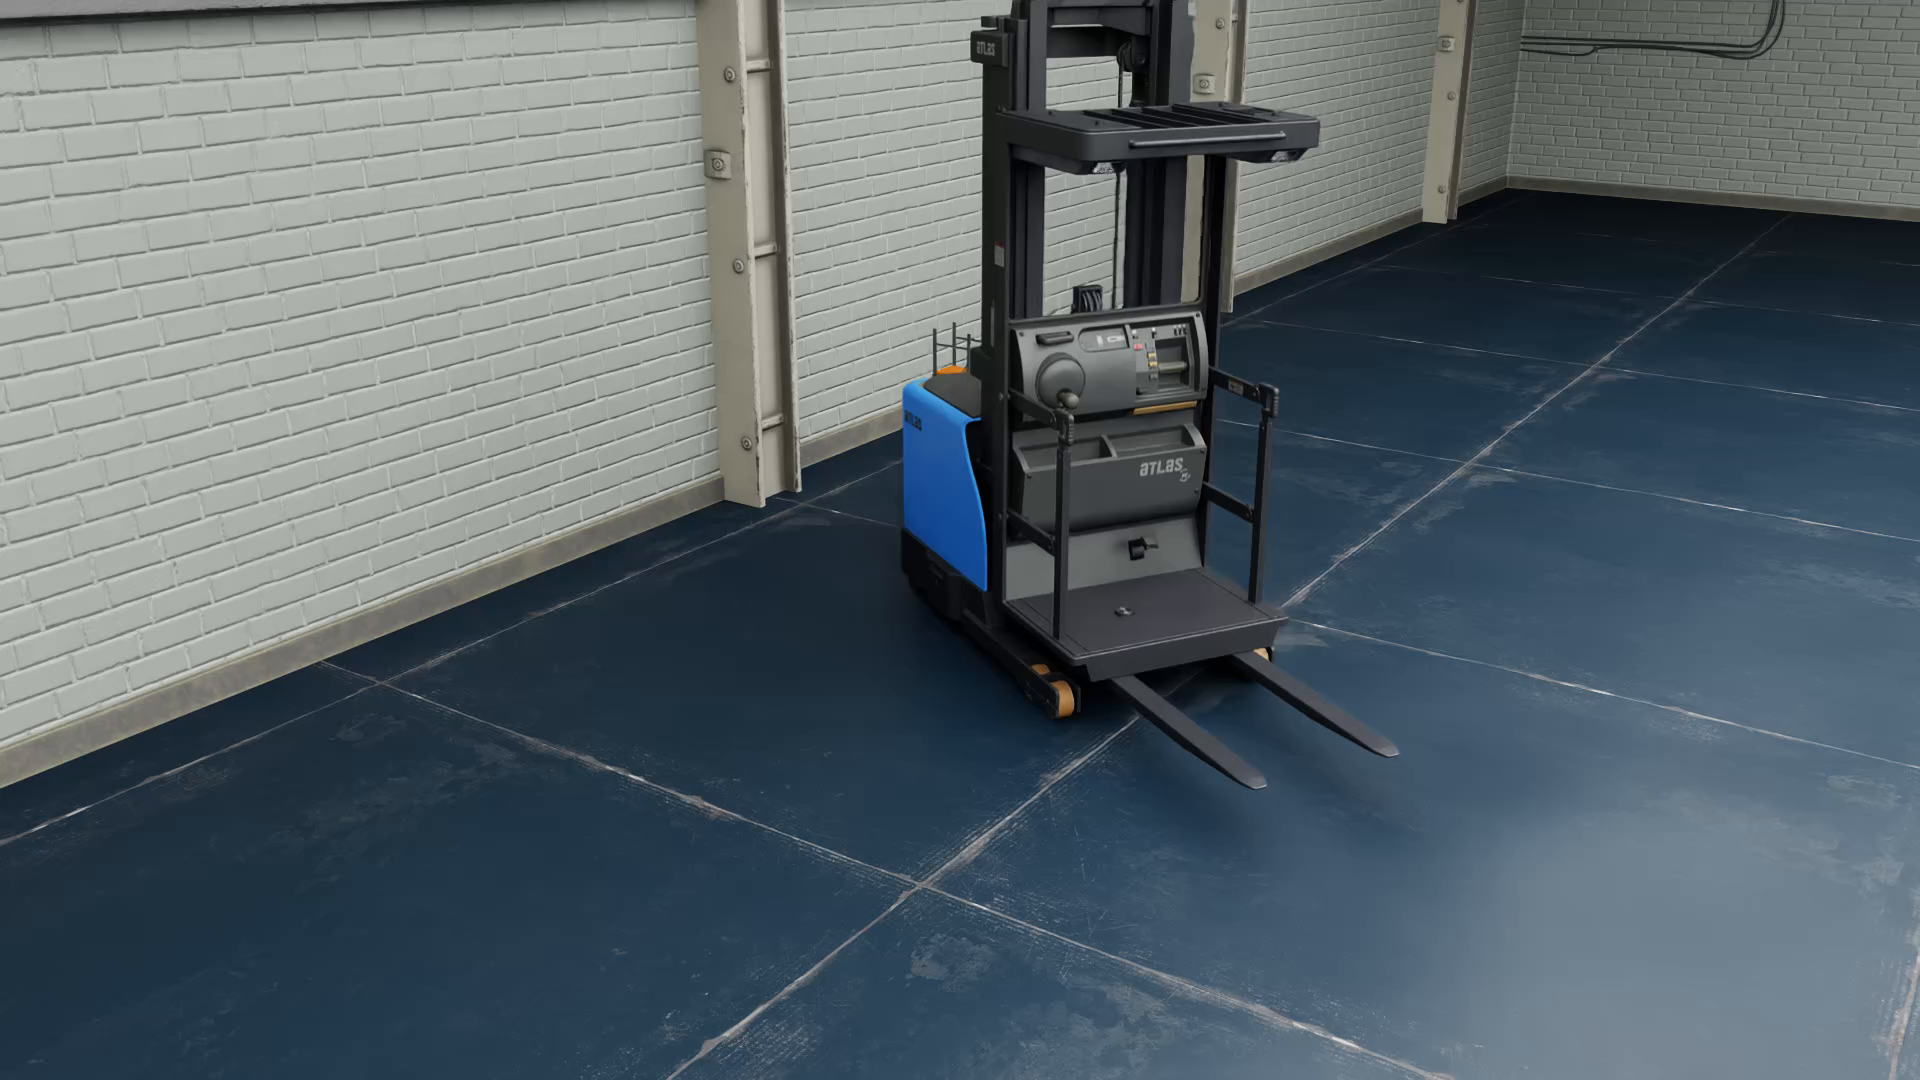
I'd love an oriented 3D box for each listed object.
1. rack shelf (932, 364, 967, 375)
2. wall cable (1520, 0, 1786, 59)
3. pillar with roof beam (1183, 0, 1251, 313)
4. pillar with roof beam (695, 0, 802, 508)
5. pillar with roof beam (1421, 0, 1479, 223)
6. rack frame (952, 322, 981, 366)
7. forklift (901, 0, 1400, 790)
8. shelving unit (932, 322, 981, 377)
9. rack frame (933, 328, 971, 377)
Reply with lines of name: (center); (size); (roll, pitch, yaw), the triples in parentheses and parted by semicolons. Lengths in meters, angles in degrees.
rack shelf: (0.008, -0.863, 8.959); (0.258, 0.103, 0.180); (13, 24, 32)
wall cable: (8.302, -7.071, 19.884); (3.097, 2.526, 0.112); (13, 24, 32)
pillar with roof beam: (5.740, -5.378, 10.834); (9.100, 9.000, 0.400); (13, 24, 32)
pillar with roof beam: (2.367, -3.657, 6.180); (9.100, 9.000, 0.400); (13, 24, 32)
pillar with roof beam: (9.113, -7.100, 15.488); (9.100, 9.000, 0.400); (13, 24, 32)
rack frame: (0.060, -0.593, 9.139); (0.240, 1.200, 0.006); (13, 24, 32)
forklift: (0.765, -0.772, 7.128); (1.130, 2.935, 3.031); (-9, 22, -23)
shelving unit: (0.008, -0.567, 9.068); (0.258, 1.200, 0.189); (13, 24, 32)
rack frame: (-0.043, -0.541, 8.997); (0.240, 1.200, 0.006); (13, 24, 32)
